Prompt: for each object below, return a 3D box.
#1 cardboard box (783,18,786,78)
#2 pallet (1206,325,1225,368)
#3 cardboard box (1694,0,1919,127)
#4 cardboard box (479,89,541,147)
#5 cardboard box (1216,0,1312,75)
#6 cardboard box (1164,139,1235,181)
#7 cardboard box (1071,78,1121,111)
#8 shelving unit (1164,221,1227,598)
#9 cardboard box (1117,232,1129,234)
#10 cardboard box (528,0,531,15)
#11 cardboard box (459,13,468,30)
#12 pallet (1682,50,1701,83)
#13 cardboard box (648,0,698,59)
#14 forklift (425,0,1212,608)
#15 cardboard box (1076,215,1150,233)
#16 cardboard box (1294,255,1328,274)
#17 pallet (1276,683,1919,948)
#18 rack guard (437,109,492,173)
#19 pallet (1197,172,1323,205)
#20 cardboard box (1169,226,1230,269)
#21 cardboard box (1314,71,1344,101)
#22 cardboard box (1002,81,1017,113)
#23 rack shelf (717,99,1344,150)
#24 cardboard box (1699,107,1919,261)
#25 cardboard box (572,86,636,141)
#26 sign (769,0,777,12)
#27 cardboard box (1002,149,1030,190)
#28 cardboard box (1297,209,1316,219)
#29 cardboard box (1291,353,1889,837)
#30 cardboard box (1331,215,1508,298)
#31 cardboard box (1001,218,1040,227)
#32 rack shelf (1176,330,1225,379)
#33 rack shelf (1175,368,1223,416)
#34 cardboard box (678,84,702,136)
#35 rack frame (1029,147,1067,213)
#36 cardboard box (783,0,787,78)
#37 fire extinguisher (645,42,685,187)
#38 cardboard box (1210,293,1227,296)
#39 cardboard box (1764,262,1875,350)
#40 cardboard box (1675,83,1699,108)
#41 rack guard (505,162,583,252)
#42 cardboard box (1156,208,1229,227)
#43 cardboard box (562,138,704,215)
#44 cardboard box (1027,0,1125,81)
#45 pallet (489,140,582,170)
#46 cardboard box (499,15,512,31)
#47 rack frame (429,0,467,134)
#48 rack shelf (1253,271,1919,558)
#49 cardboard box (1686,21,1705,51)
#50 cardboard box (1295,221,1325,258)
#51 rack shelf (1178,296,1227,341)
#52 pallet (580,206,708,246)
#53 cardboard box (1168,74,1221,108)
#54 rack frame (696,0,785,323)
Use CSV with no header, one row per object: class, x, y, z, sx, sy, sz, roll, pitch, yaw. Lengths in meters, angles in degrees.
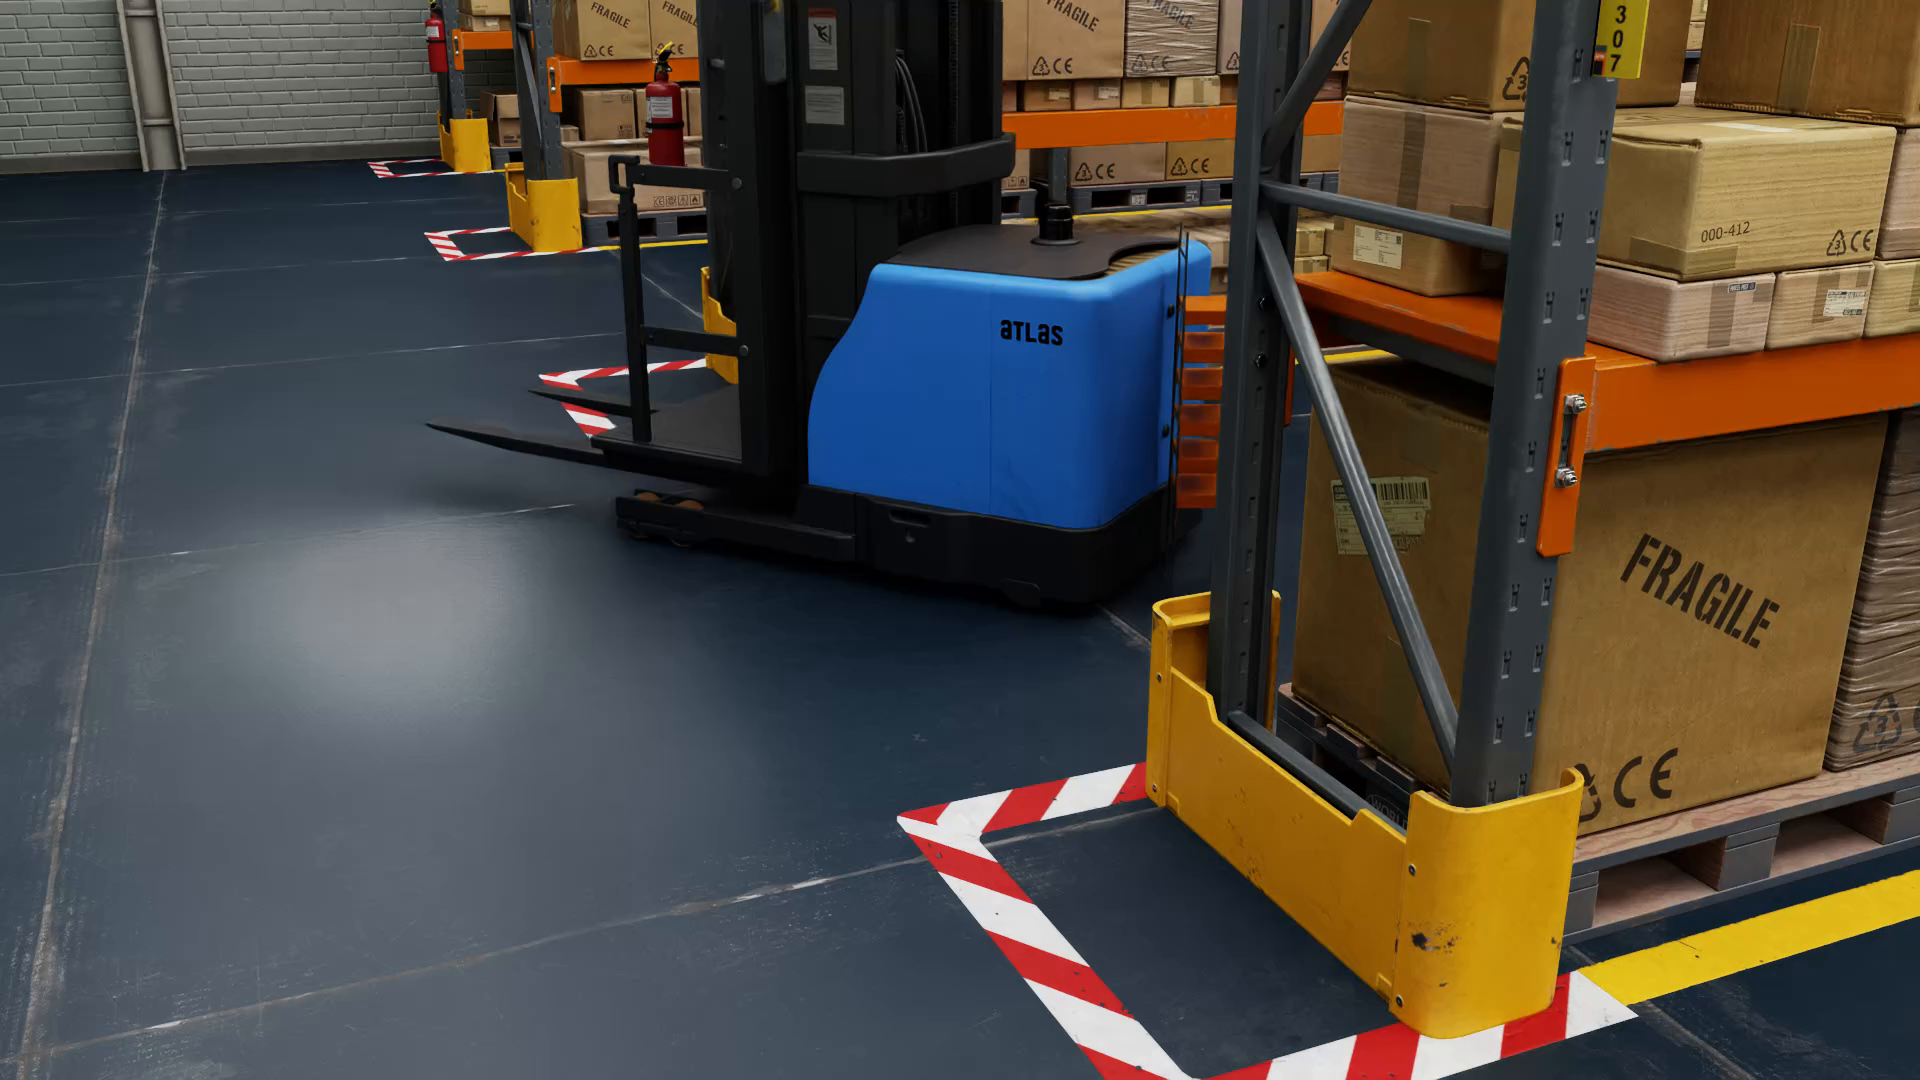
cardboard box,-0.701,-2.487,7.970,0.500,0.500,0.500,-8,21,-21
pallet,0.936,-1.112,8.862,1.213,0.211,1.003,-8,21,-22
cardboard box,1.867,-1.106,3.295,0.500,0.500,0.500,-9,21,-23
cardboard box,-4.436,-4.243,16.683,0.637,0.503,0.797,-9,21,-24
cardboard box,1.394,-2.593,8.270,0.500,0.500,0.500,-8,21,-22
cardboard box,1.971,-3.607,14.317,0.875,0.875,0.875,-8,21,-20
cardboard box,0.581,-2.179,8.072,0.250,0.149,0.380,-9,21,-23
shelving unit,0.790,-0.410,5.378,0.189,1.200,0.258,1,19,2
cardboard box,0.804,-1.440,8.360,0.250,0.149,0.380,-8,21,-21
cardboard box,-4.049,-5.285,16.292,0.500,0.250,0.500,-8,21,-21
cardboard box,-4.837,-5.178,16.590,0.250,0.149,0.380,-8,21,-23
pallet,3.420,-2.654,9.331,1.213,0.211,1.003,-8,21,-22
cardboard box,-2.058,-3.756,12.022,0.500,0.500,0.500,-8,21,-23
forklift,-0.664,-1.498,5.862,3.031,2.935,1.130,10,22,27
cardboard box,0.817,-1.642,8.933,0.250,0.149,0.380,-8,21,-22
cardboard box,1.746,-1.460,8.865,0.250,0.149,0.380,-8,21,-21
pallet,1.563,0.550,4.141,1.213,0.211,1.003,-8,21,-22
rack guard,-4.965,-4.002,16.636,0.348,0.500,1.175,-8,21,-22
pallet,2.408,-3.155,14.665,1.213,0.211,1.003,-8,21,-22
cardboard box,1.269,-1.502,8.535,0.250,0.149,0.380,-9,21,-24
cardboard box,1.765,-2.363,8.596,0.250,0.149,0.380,-9,21,-23
cardboard box,0.084,-2.127,7.925,0.250,0.149,0.380,-7,21,-19
rack shelf,0.824,-2.085,8.512,4.000,0.370,1.077,-8,21,-22
cardboard box,1.882,-0.757,3.432,0.500,0.250,0.500,-8,21,-23
cardboard box,-3.636,-4.342,16.970,0.500,0.500,0.700,-7,21,-20
sign,-0.797,-2.405,7.031,0.005,0.325,0.100,-8,21,-22
cardboard box,-0.012,-3.124,13.603,0.875,0.438,0.875,-8,21,-23
cardboard box,1.773,-1.773,9.306,0.250,0.149,0.380,-8,21,-23
cardboard box,1.416,0.060,3.903,0.875,0.875,0.875,-8,21,-22
cardboard box,1.056,-0.665,3.771,0.250,0.149,0.380,-8,21,-21
cardboard box,0.302,-1.598,8.809,0.250,0.149,0.380,-7,21,-20
rack shelf,0.790,-0.594,5.313,0.180,0.103,0.258,1,19,2
rack shelf,0.790,-0.481,5.353,0.180,0.103,0.258,1,19,2
cardboard box,-2.683,-4.479,17.357,0.500,0.500,0.700,-9,21,-24
rack frame,0.607,-4.184,13.389,0.127,3.000,1.000,-8,21,-22
cardboard box,-0.490,-2.324,7.507,0.500,0.500,0.500,-7,21,-19
fire extinguisher,-1.426,-2.057,8.025,0.183,0.674,0.296,-8,21,-22
cardboard box,1.219,-1.236,8.676,0.250,0.149,0.380,-8,21,-21
cardboard box,1.551,-0.498,3.297,0.250,0.149,0.380,-8,21,-23
cardboard box,1.666,-0.917,3.887,0.500,0.250,0.500,-9,21,-23
rack guard,-3.088,-2.476,12.301,0.348,0.500,1.175,-8,21,-22
cardboard box,1.277,-1.723,9.165,0.250,0.149,0.380,-8,21,-21
cardboard box,-2.499,-2.765,12.583,0.875,0.438,0.875,-9,21,-24
cardboard box,0.446,-2.463,7.902,0.500,0.500,0.500,-8,21,-21
pallet,-4.234,-3.971,16.982,1.213,0.211,1.003,-8,21,-22
cardboard box,-4.409,-5.060,16.254,0.250,0.149,0.380,-8,21,-21
rack frame,-5.035,-5.171,16.192,0.127,3.000,1.000,-8,21,-22
rack shelf,2.696,-0.560,4.178,4.000,0.370,1.077,-8,21,-22
cardboard box,3.919,-2.782,9.152,0.250,0.149,0.380,-8,21,-21
cardboard box,1.723,-1.605,8.828,0.250,0.149,0.380,-7,21,-20
rack shelf,0.790,-0.707,5.274,0.180,0.103,0.258,1,19,2
pallet,-2.362,-2.472,12.724,1.213,0.211,1.003,-8,21,-22
cardboard box,1.084,-2.233,8.225,0.250,0.149,0.380,-8,21,-21
rack frame,-1.012,-2.162,7.645,0.127,3.000,1.000,-8,21,-22
